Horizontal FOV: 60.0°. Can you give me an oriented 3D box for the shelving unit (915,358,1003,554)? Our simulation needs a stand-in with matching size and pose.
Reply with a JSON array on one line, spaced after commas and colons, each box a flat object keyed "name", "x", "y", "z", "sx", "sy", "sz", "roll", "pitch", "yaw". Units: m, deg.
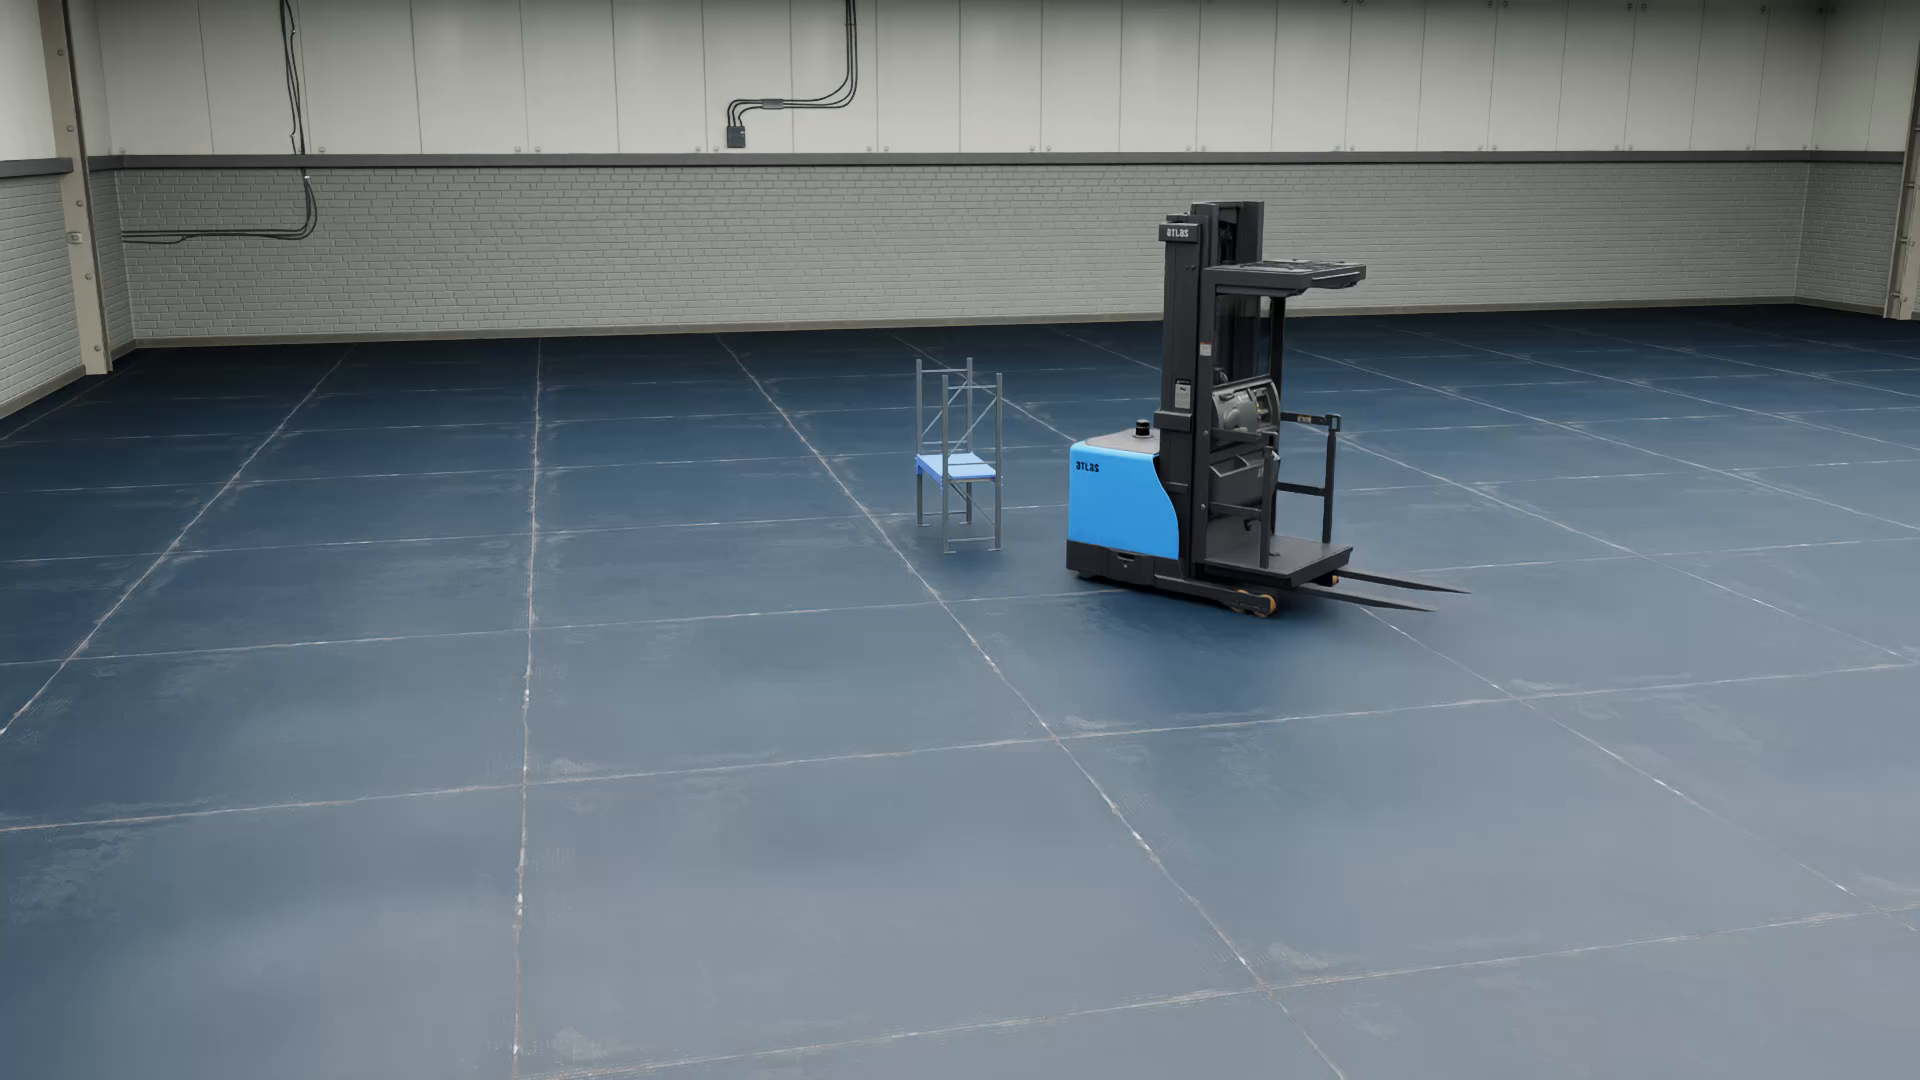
[{"name": "shelving unit", "x": -0.020, "y": -0.748, "z": 14.330, "sx": 0.538, "sy": 1.500, "sz": 1.048, "roll": -3, "pitch": 14, "yaw": -13}]

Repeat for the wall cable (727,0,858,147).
[{"name": "wall cable", "x": -2.897, "y": -9.777, "z": 28.318, "sx": 2.305, "sy": 6.003, "sz": 0.169, "roll": -3, "pitch": 14, "yaw": -13}]

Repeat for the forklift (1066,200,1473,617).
[{"name": "forklift", "x": 2.311, "y": -1.002, "z": 12.355, "sx": 3.031, "sy": 2.935, "sz": 1.130, "roll": 11, "pitch": 17, "yaw": 37}]

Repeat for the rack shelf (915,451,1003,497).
[{"name": "rack shelf", "x": -0.020, "y": -0.574, "z": 14.372, "sx": 0.538, "sy": 0.185, "sz": 1.000, "roll": -3, "pitch": 14, "yaw": -13}]

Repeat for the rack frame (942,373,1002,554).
[{"name": "rack frame", "x": 0.099, "y": -0.631, "z": 13.850, "sx": 0.500, "sy": 1.500, "sz": 0.032, "roll": -3, "pitch": 14, "yaw": -13}]

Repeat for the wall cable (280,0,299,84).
[{"name": "wall cable", "x": -9.499, "y": -8.695, "z": 26.957, "sx": 3.097, "sy": 2.526, "sz": 0.112, "roll": -3, "pitch": 14, "yaw": -13}]

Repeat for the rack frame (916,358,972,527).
[{"name": "rack frame", "x": -0.139, "y": -0.866, "z": 14.810, "sx": 0.500, "sy": 1.500, "sz": 0.032, "roll": -3, "pitch": 14, "yaw": -13}]

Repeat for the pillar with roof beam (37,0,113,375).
[{"name": "pillar with roof beam", "x": -8.538, "y": -7.086, "z": 24.469, "sx": 9.100, "sy": 9.000, "sz": 0.400, "roll": -3, "pitch": 14, "yaw": -13}]

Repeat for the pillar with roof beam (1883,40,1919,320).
[{"name": "pillar with roof beam", "x": 13.712, "y": -8.362, "z": 29.691, "sx": 9.100, "sy": 9.000, "sz": 0.400, "roll": -3, "pitch": 14, "yaw": -13}]

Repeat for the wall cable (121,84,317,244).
[{"name": "wall cable", "x": -12.129, "y": -6.091, "z": 26.939, "sx": 3.097, "sy": 2.526, "sz": 0.112, "roll": -3, "pitch": 14, "yaw": -13}]
